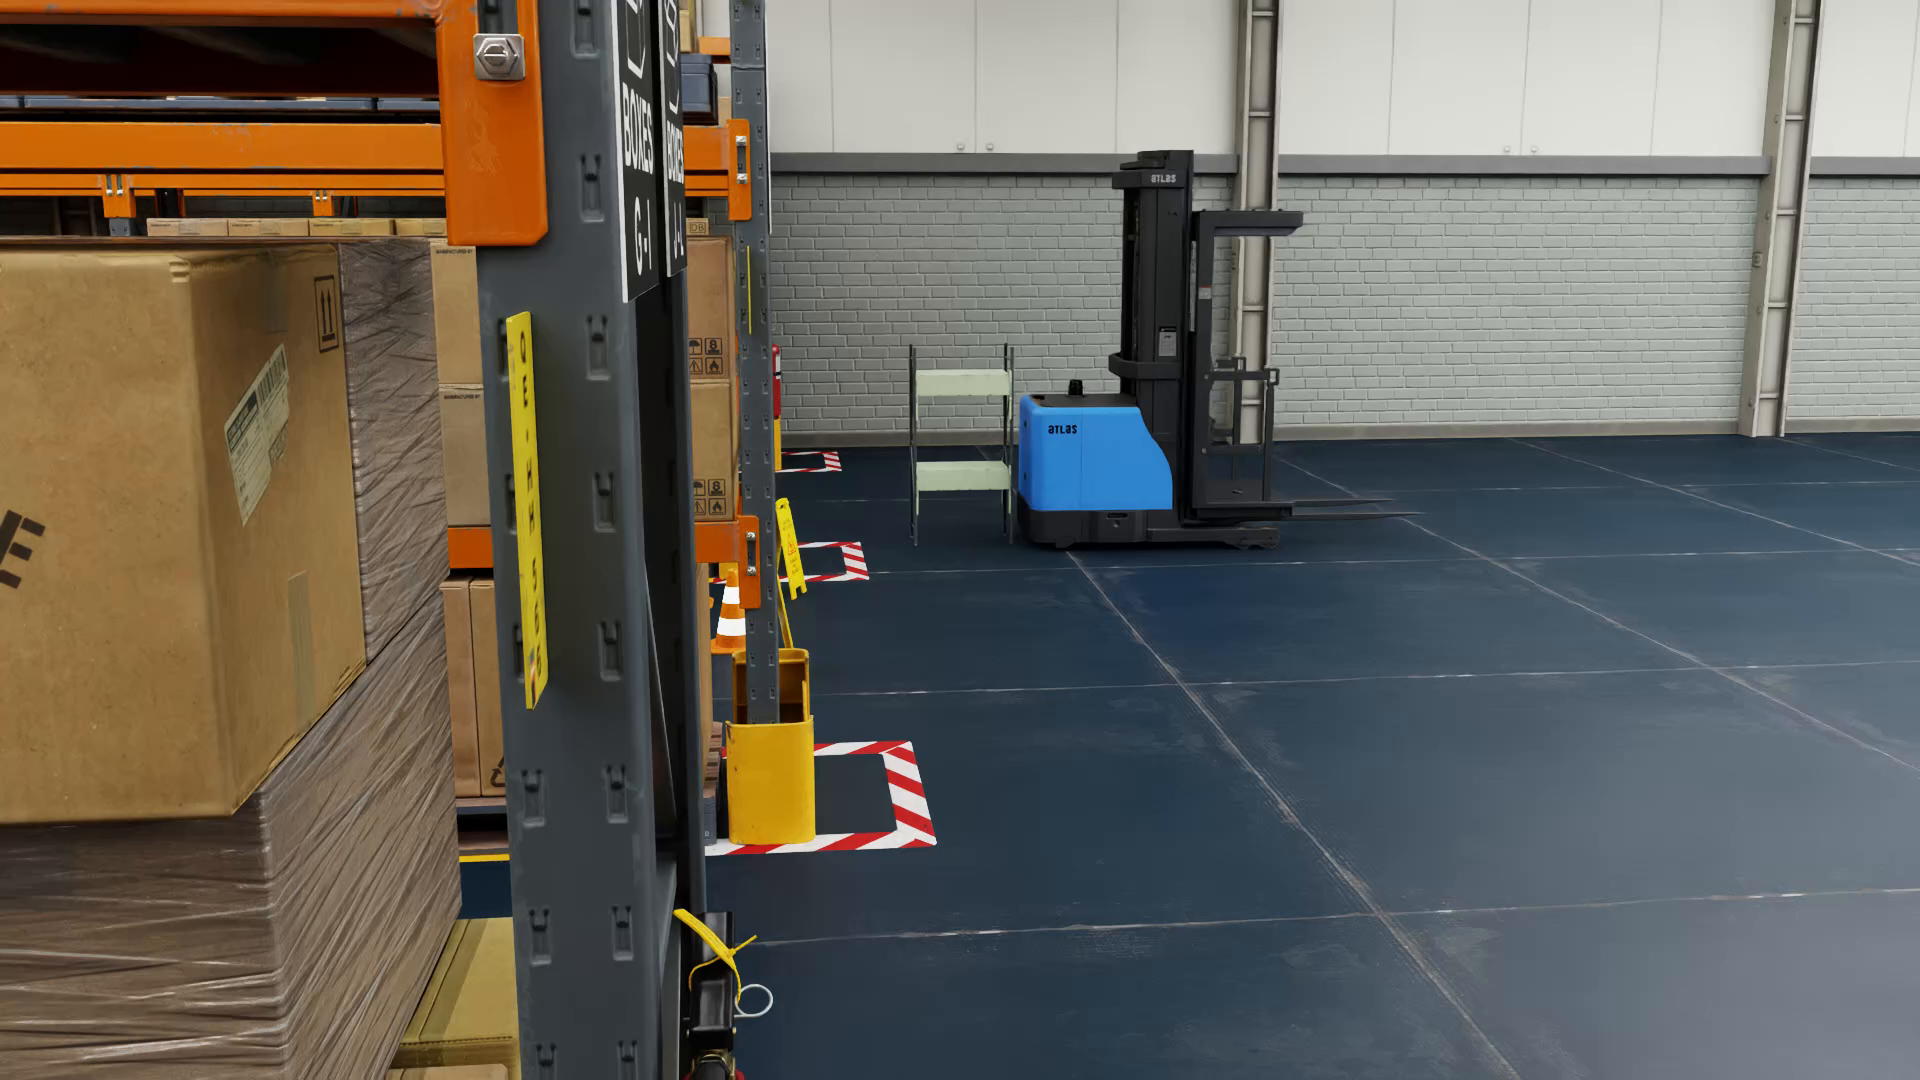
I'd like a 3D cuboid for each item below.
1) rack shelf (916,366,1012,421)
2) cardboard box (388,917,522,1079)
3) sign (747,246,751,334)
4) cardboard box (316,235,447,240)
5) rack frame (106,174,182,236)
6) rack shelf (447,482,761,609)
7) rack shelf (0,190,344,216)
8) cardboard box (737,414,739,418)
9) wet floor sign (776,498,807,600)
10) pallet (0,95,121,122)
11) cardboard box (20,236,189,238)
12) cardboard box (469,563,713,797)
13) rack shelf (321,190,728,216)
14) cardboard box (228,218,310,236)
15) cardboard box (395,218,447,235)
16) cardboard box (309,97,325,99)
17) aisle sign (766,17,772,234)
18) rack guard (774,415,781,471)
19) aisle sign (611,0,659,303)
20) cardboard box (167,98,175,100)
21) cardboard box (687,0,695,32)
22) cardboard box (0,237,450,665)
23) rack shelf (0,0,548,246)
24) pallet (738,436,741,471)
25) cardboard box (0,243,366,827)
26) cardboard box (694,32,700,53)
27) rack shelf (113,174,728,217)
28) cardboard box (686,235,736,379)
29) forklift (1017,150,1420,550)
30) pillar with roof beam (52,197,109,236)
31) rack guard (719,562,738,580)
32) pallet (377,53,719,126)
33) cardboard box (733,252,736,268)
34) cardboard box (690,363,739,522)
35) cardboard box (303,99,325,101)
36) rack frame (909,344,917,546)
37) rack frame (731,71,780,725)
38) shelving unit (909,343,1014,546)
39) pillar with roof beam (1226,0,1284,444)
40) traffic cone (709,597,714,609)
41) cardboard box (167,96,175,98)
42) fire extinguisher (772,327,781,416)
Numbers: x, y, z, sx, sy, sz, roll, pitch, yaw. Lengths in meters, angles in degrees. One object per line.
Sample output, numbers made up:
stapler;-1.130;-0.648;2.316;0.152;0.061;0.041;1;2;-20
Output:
rack shelf;0.007;-1.119;12.649;0.720;0.370;0.431;-1;11;-6
cardboard box;-0.714;0.674;2.317;0.250;0.149;0.380;-1;11;-6
sign;-0.795;-0.943;6.274;0.005;0.325;0.100;-1;11;-6
cardboard box;-2.321;-0.952;6.744;0.550;0.550;0.875;-1;11;-6
rack frame;-5.451;-1.227;11.333;0.127;3.000;1.000;-1;11;-6
rack shelf;-2.828;0.032;6.797;4.000;0.370;1.077;-1;11;-6
rack shelf;-7.979;-3.256;15.743;4.000;0.370;1.077;-1;11;-6
cardboard box;-2.504;-1.394;16.928;0.500;0.250;0.500;-1;11;-5
wet floor sign;-1.170;0.046;10.960;0.232;0.644;0.267;3;11;14
pallet;-4.002;-1.723;6.311;1.213;0.211;1.003;-1;11;-6
cardboard box;-3.360;-0.903;6.497;0.550;0.550;0.875;-1;11;-6
cardboard box;-1.507;0.500;6.967;0.875;0.875;0.875;-1;11;-6
rack shelf;-4.003;-3.339;16.167;4.000;0.370;1.077;-1;11;-6
cardboard box;-4.480;-1.887;11.066;0.500;0.500;0.700;-1;11;-6
cardboard box;-3.470;-1.920;11.237;0.500;0.500;0.700;-1;11;-6
cardboard box;-4.079;-2.941;10.859;0.250;0.149;0.380;-2;11;-8
aisle sign;-0.737;-1.583;6.403;0.004;0.787;0.394;-1;11;-6
rack guard;-1.991;-1.036;16.842;0.348;0.500;1.175;-1;11;-6
aisle sign;-0.310;-0.629;1.553;0.004;0.787;0.394;-1;11;-6
cardboard box;-4.984;-2.728;10.809;0.500;0.250;0.500;-1;11;-7
cardboard box;-1.347;-2.202;6.785;0.500;0.250;0.500;-1;11;-6
cardboard box;-0.981;-0.136;2.163;0.500;0.500;0.500;-1;11;-6
rack shelf;-2.393;-0.487;1.658;4.000;0.370;1.077;-1;11;-6
pallet;-2.770;-0.870;16.746;1.213;0.211;1.003;-1;11;-6
cardboard box;-0.925;-0.037;1.656;0.500;0.500;0.500;-1;11;-6
cardboard box;-1.215;-2.021;6.900;0.250;0.149;0.380;-1;11;-6
rack shelf;-3.463;-2.387;11.325;4.000;0.370;1.077;-1;11;-6
cardboard box;-1.213;-0.966;6.819;0.550;0.550;0.875;-1;11;-6
forklift;1.998;-1.468;12.735;3.031;2.935;1.130;-1;11;-4
pillar with roof beam;-8.304;-4.414;11.990;0.400;9.000;9.100;-1;11;-6
rack guard;-1.550;-0.082;11.990;0.348;0.500;1.175;-1;11;-6
pallet;-1.576;-1.774;6.569;1.213;0.211;1.003;-1;11;-6
cardboard box;-2.371;-2.809;16.670;0.250;0.149;0.380;-1;11;-7
cardboard box;-1.204;-0.420;6.841;0.550;0.550;0.875;-1;11;-6
cardboard box;-3.973;-2.748;10.913;0.500;0.250;0.500;-1;11;-6
rack frame;-0.357;-0.728;12.685;0.023;1.500;0.400;-1;11;-6
rack frame;-0.840;-0.363;6.939;0.127;3.000;1.000;-1;11;-6
shelving unit;0.007;-0.736;12.724;0.755;1.500;0.431;-1;11;-6
pillar with roof beam;3.626;-4.664;13.262;0.400;9.000;9.100;-1;11;-6
traffic cone;-1.763;0.191;10.698;0.334;0.463;0.336;-1;11;-6
cardboard box;-5.103;-2.911;10.706;0.250;0.149;0.380;-1;11;-7
fire extinguisher;-1.311;-1.186;11.327;0.183;0.674;0.296;-1;11;-6
